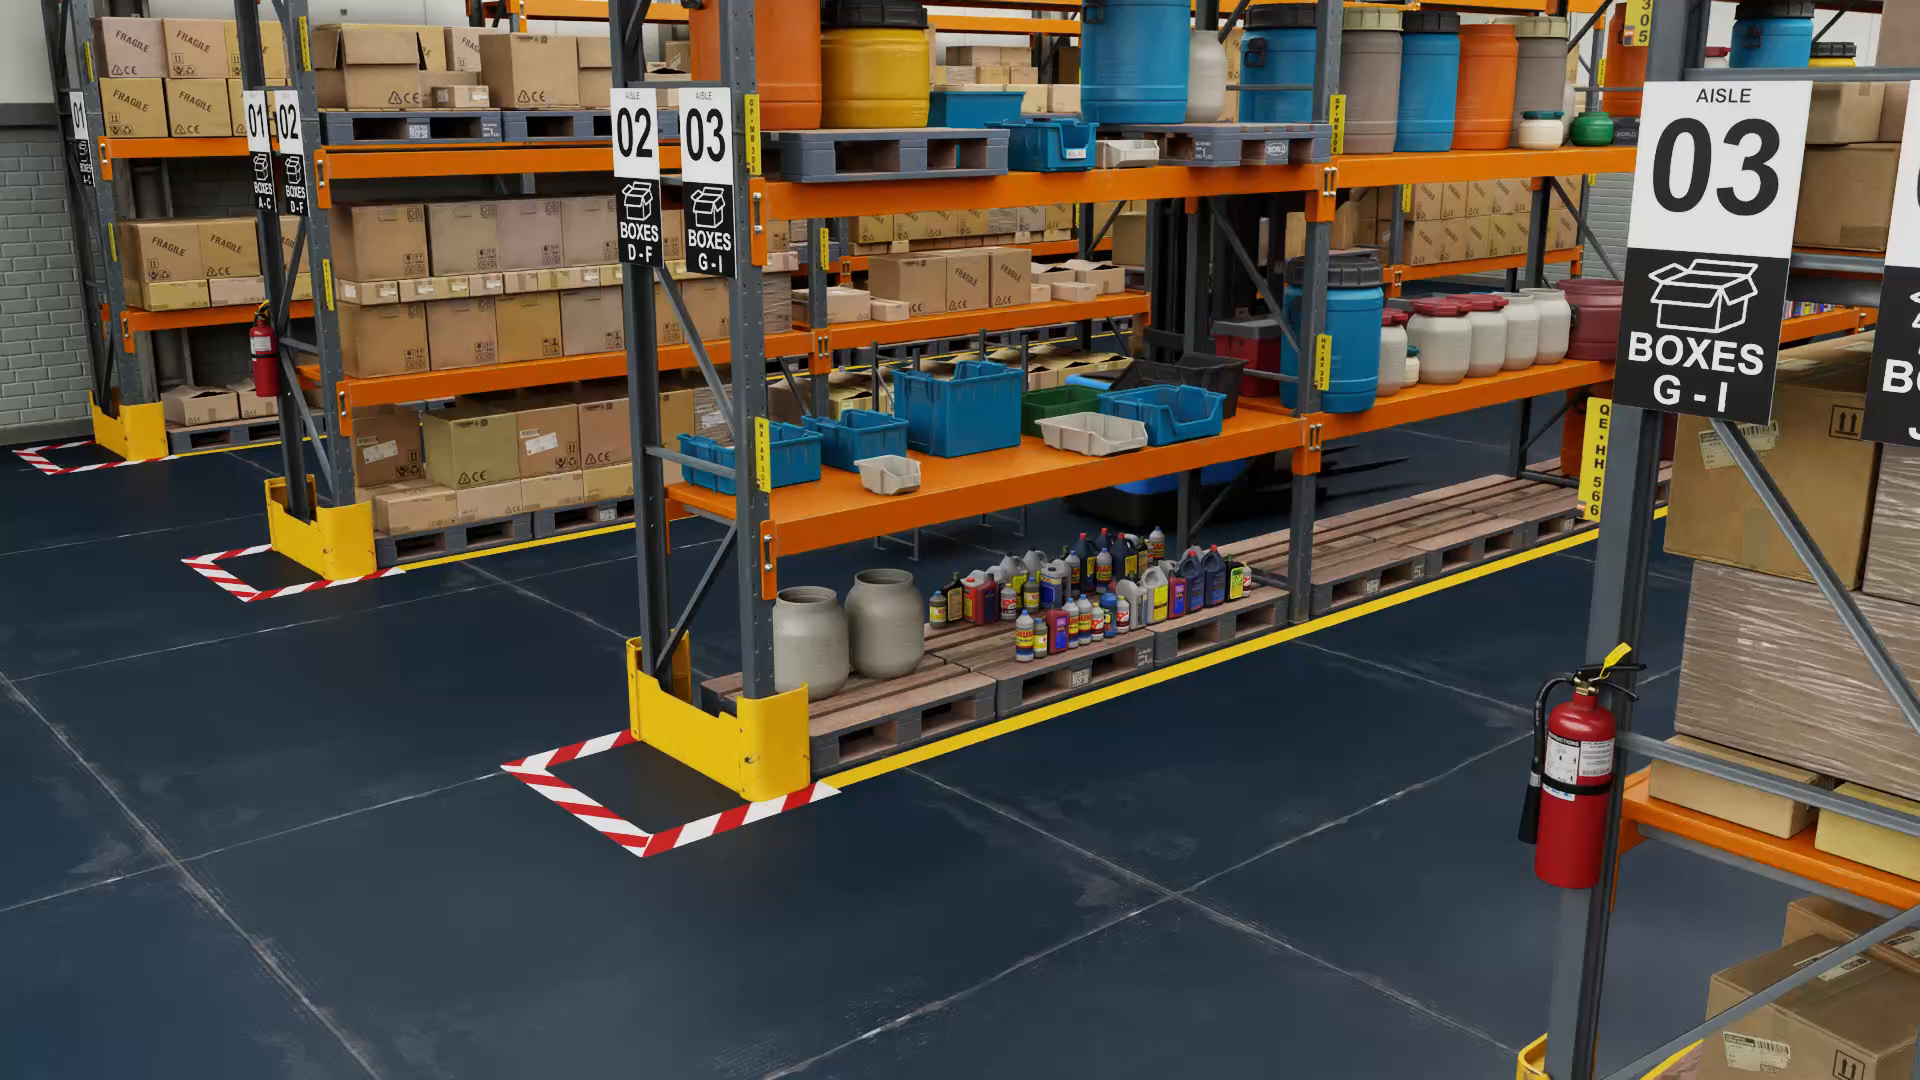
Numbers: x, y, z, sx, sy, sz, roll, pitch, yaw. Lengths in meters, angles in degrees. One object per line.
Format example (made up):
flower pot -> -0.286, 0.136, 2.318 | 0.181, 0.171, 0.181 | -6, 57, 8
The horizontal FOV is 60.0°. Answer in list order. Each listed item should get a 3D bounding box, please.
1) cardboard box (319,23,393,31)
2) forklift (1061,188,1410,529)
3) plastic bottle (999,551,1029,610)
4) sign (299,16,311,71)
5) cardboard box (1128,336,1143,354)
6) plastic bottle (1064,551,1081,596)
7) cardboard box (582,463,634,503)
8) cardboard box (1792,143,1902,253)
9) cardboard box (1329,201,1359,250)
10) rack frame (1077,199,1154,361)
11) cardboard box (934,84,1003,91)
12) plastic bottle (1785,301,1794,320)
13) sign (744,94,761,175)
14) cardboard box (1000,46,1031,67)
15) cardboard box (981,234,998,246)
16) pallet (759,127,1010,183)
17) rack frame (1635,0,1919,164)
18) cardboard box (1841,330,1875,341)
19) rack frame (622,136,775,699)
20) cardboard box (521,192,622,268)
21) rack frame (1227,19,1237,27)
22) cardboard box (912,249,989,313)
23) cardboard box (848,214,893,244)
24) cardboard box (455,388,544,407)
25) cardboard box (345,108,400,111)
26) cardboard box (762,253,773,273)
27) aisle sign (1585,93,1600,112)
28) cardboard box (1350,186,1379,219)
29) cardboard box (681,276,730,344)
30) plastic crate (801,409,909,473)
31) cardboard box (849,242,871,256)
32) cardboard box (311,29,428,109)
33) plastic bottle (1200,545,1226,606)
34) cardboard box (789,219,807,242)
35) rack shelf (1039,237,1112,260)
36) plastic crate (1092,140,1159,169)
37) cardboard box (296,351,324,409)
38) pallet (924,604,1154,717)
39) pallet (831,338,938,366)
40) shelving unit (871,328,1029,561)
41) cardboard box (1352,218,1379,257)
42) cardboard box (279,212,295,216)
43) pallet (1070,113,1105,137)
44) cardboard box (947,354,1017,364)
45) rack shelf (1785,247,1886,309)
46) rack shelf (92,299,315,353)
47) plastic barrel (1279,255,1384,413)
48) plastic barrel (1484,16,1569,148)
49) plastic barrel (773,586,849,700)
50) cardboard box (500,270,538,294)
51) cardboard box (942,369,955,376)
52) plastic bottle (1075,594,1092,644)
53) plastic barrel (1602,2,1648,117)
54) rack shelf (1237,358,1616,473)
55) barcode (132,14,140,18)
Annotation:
cardboard box -> -5.703, -4.622, 15.759 | 0.500, 0.500, 0.500 | -14, 20, -41
forklift -> 2.321, -1.758, 13.152 | 3.031, 2.935, 1.130 | -9, 17, -31
plastic bottle -> 0.309, 0.233, 9.847 | 0.185, 0.351, 0.144 | -12, 19, -37
sign -> -4.113, -3.114, 10.436 | 0.005, 0.325, 0.100 | -13, 19, -39
cardboard box -> 2.114, -1.878, 17.459 | 0.500, 0.500, 0.500 | -12, 19, -37
plastic bottle -> 0.684, 0.200, 10.125 | 0.097, 0.271, 0.097 | 0, 15, 0
cardboard box -> -2.789, -0.489, 12.784 | 0.500, 0.250, 0.500 | -13, 19, -39
cardboard box -> 2.225, -0.892, 4.256 | 0.500, 0.250, 0.500 | -12, 19, -38
cardboard box -> 4.076, -3.561, 18.761 | 0.700, 0.500, 0.500 | 8, 17, 28
rack frame -> 1.563, -2.669, 16.428 | 0.127, 3.000, 1.000 | -13, 19, -39
cardboard box -> 0.028, -3.883, 14.638 | 0.500, 0.250, 0.500 | 14, 20, 42
plastic bottle -> 7.088, -2.044, 14.332 | 0.135, 0.276, 0.152 | -13, 19, -39
sign -> -0.866, -1.694, 6.950 | 0.005, 0.325, 0.100 | -13, 19, -39
cardboard box -> 0.576, -6.259, 21.557 | 0.500, 0.250, 0.500 | -11, 18, -35
cardboard box -> 0.269, -3.879, 21.409 | 0.250, 0.149, 0.380 | -13, 20, -41
pallet -> -0.535, -1.828, 7.833 | 1.213, 0.211, 1.003 | -13, 19, -39
rack frame -> 2.028, -2.283, 3.358 | 0.127, 3.000, 1.000 | -13, 19, -39
cardboard box -> 3.033, -0.371, 5.118 | 0.500, 0.500, 0.500 | -13, 19, -39
rack frame -> -1.224, -0.349, 7.742 | 0.127, 3.000, 1.000 | -13, 19, -39
cardboard box -> -2.921, -2.335, 12.470 | 0.500, 0.500, 0.700 | -13, 19, -39
rack frame -> 4.343, -7.886, 24.336 | 0.127, 3.000, 1.000 | -13, 19, -39
cardboard box -> -0.090, -2.340, 15.006 | 0.500, 0.500, 0.500 | -13, 19, -39
cardboard box -> -1.158, -3.867, 20.104 | 0.500, 0.500, 0.500 | -12, 19, -38
cardboard box -> -3.518, -0.871, 12.761 | 0.500, 0.500, 0.500 | -13, 19, -39
cardboard box -> -5.711, -4.144, 15.906 | 0.500, 0.500, 0.500 | -14, 20, -41
cardboard box -> -1.707, -2.224, 13.311 | 0.250, 0.149, 0.380 | -13, 20, -41
aisle sign -> 7.850, -5.232, 20.987 | 0.004, 0.787, 0.394 | -13, 19, -39
cardboard box -> 4.792, -4.014, 19.333 | 0.500, 0.500, 0.500 | -13, 19, -39
cardboard box -> -2.179, -1.872, 13.254 | 0.500, 0.500, 0.700 | -13, 20, -40
plastic crate -> -0.549, -0.529, 8.705 | 0.408, 0.251, 0.499 | -13, 19, -39
cardboard box -> -1.292, -3.531, 20.106 | 0.250, 0.149, 0.380 | -13, 20, -40
cardboard box -> -4.036, -3.180, 11.244 | 0.637, 0.503, 0.797 | -11, 18, -36
plastic bottle -> 1.497, 0.206, 9.946 | 0.185, 0.351, 0.144 | -13, 20, -41
cardboard box -> -2.040, -3.812, 19.661 | 0.700, 0.500, 0.500 | 13, 20, 40
rack shelf -> 2.834, -4.301, 23.935 | 4.000, 0.370, 1.077 | -13, 19, -39
plastic crate -> 0.848, -1.997, 8.613 | 0.396, 0.136, 0.243 | -13, 19, -39
cardboard box -> -6.130, -1.593, 16.392 | 0.500, 0.500, 0.700 | -14, 21, -43
pallet -> 0.339, 0.634, 9.466 | 1.213, 0.211, 1.003 | -13, 19, -39
pallet -> -1.048, -2.404, 20.841 | 1.213, 0.211, 1.003 | -13, 19, -39
shelving unit -> -0.064, -0.710, 12.002 | 1.048, 1.500, 0.538 | -13, 19, -39
cardboard box -> 4.789, -3.529, 19.456 | 0.500, 0.500, 0.500 | -12, 19, -38
cardboard box -> -6.358, -2.955, 16.299 | 0.500, 0.500, 0.500 | -12, 19, -39
pallet -> 1.109, -3.894, 15.570 | 1.003, 0.211, 1.213 | -12, 19, -37
cardboard box -> 0.198, -1.606, 15.878 | 0.500, 0.311, 0.500 | -13, 20, -41
rack shelf -> 3.536, -0.825, 5.107 | 4.000, 0.370, 1.077 | -13, 19, -39
rack shelf -> -6.218, -2.268, 16.324 | 4.000, 0.370, 1.077 | -13, 19, -39
plastic barrel -> 2.284, -1.275, 10.239 | 0.708, 0.901, 0.600 | -13, 19, -39
plastic barrel -> 4.049, -3.298, 12.002 | 0.600, 0.901, 0.600 | 0, 15, 0
plastic barrel -> -0.777, 0.524, 8.482 | 0.421, 0.512, 0.421 | 0, 15, 0
cardboard box -> -3.257, -1.875, 12.006 | 0.250, 0.149, 0.380 | -14, 20, -41
cardboard box -> 0.179, -1.419, 15.176 | 0.500, 0.311, 0.500 | -12, 19, -38
plastic bottle -> 0.683, 0.436, 9.241 | 0.097, 0.271, 0.097 | 0, 15, 0
plastic barrel -> 5.242, -3.659, 12.677 | 0.708, 0.830, 0.600 | -13, 19, -39
rack shelf -> 3.303, -1.017, 11.640 | 4.000, 0.370, 1.077 | -13, 19, -39
barcode -> -7.520, -4.765, 15.171 | 0.075, 0.075, 0.001 | -13, 19, -39
